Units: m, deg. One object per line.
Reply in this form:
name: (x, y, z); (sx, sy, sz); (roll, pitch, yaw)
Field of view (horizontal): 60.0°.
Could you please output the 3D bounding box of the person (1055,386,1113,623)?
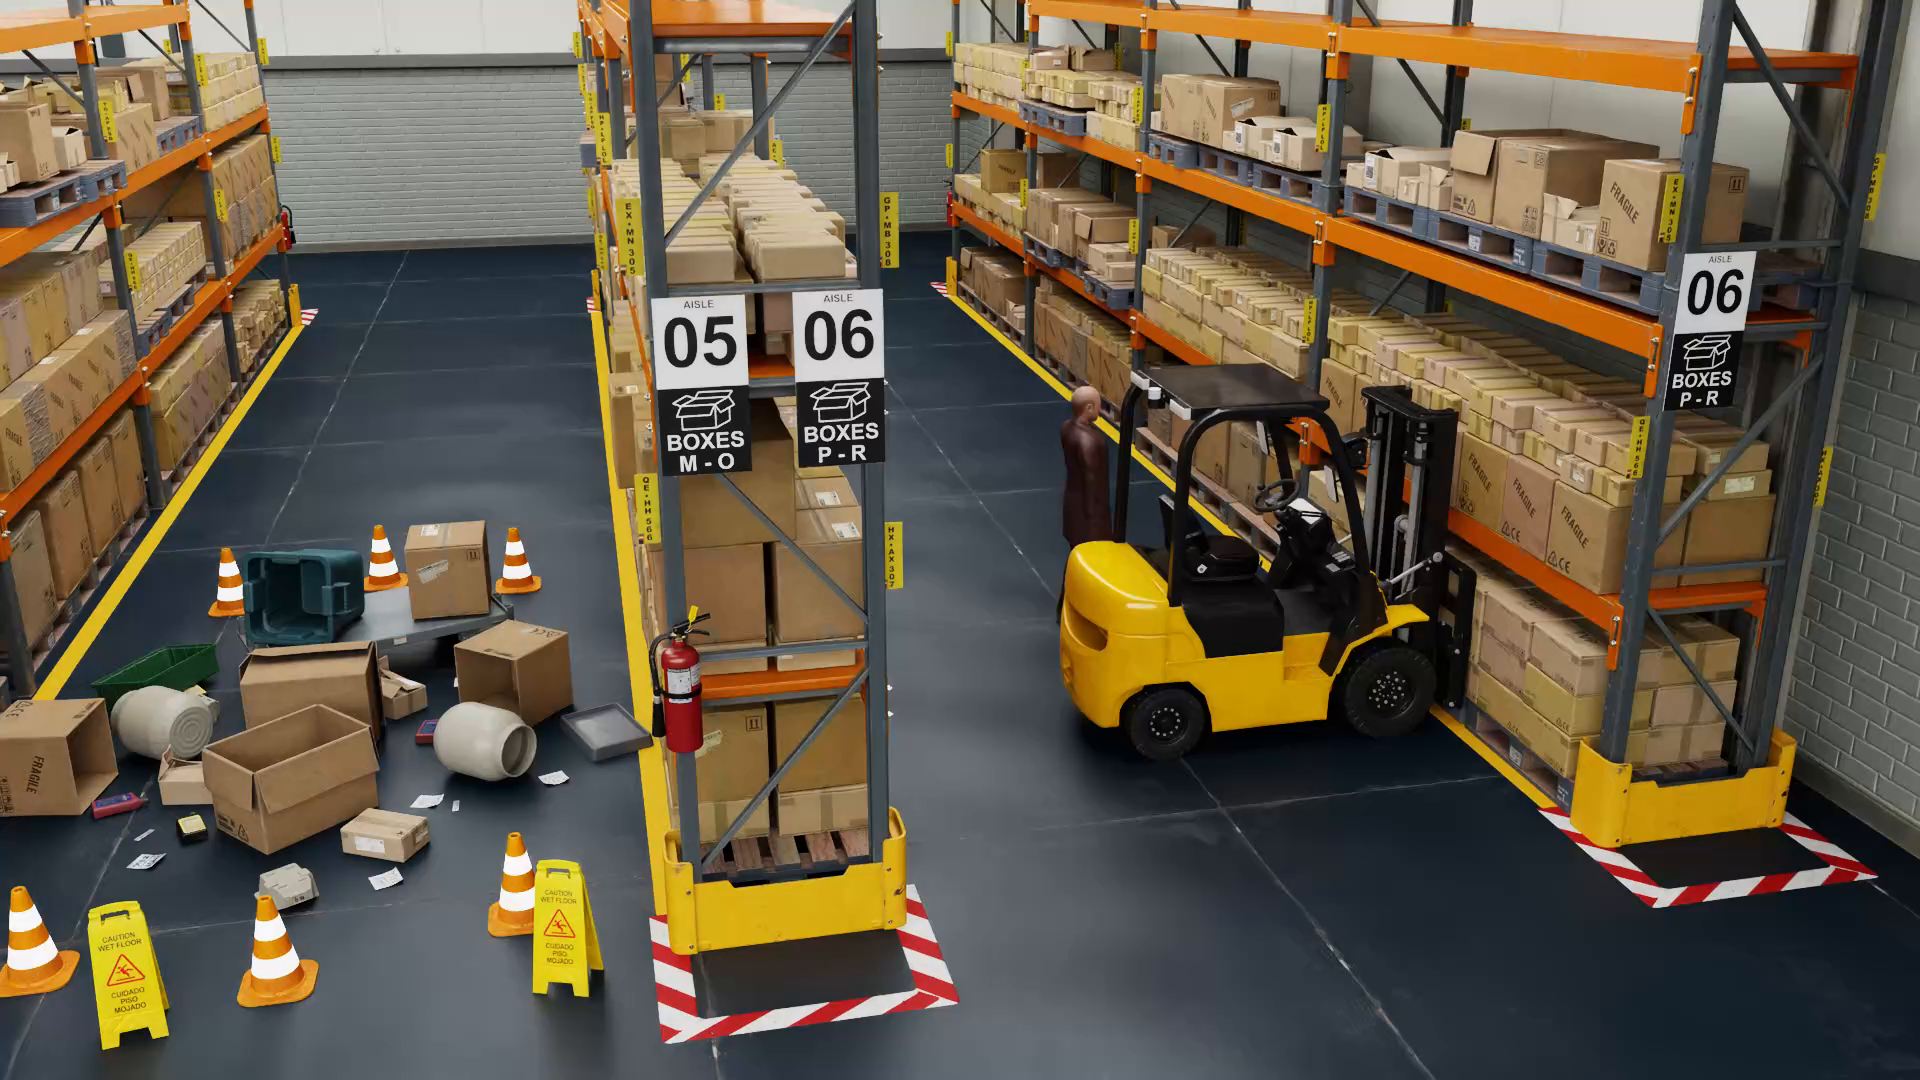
person: (0.896, -0.218, 11.720); (0.378, 1.775, 0.562); (-4, 20, -11)
